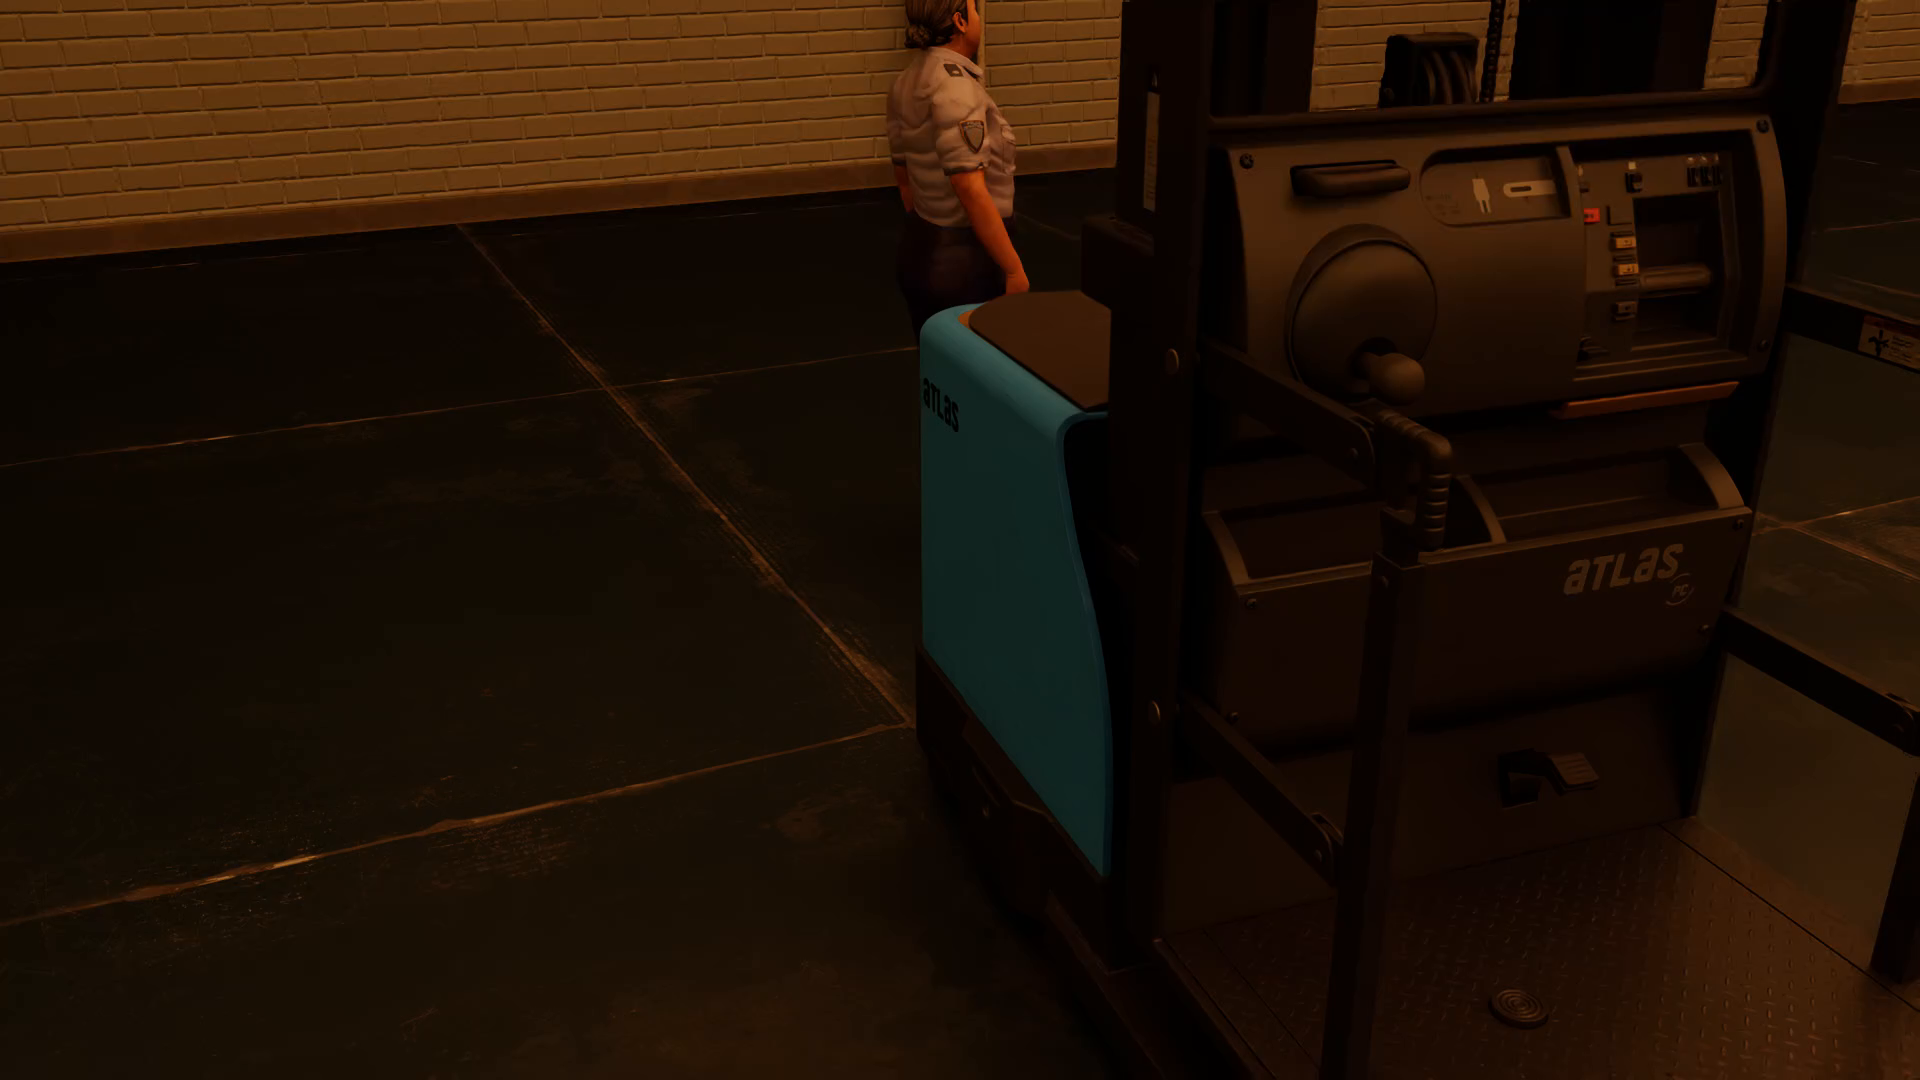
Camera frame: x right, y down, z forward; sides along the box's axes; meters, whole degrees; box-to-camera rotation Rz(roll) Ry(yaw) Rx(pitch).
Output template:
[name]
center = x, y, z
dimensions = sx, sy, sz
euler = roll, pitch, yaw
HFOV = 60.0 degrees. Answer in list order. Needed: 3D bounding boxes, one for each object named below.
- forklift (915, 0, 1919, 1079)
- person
[forklift]
center = 0.882, -0.384, 2.211
dimensions = 1.130, 2.935, 3.031
euler = -8, 24, -18
[person]
center = 0.090, -0.775, 4.804
dimensions = 0.503, 1.650, 0.599
euler = -10, 25, -23
